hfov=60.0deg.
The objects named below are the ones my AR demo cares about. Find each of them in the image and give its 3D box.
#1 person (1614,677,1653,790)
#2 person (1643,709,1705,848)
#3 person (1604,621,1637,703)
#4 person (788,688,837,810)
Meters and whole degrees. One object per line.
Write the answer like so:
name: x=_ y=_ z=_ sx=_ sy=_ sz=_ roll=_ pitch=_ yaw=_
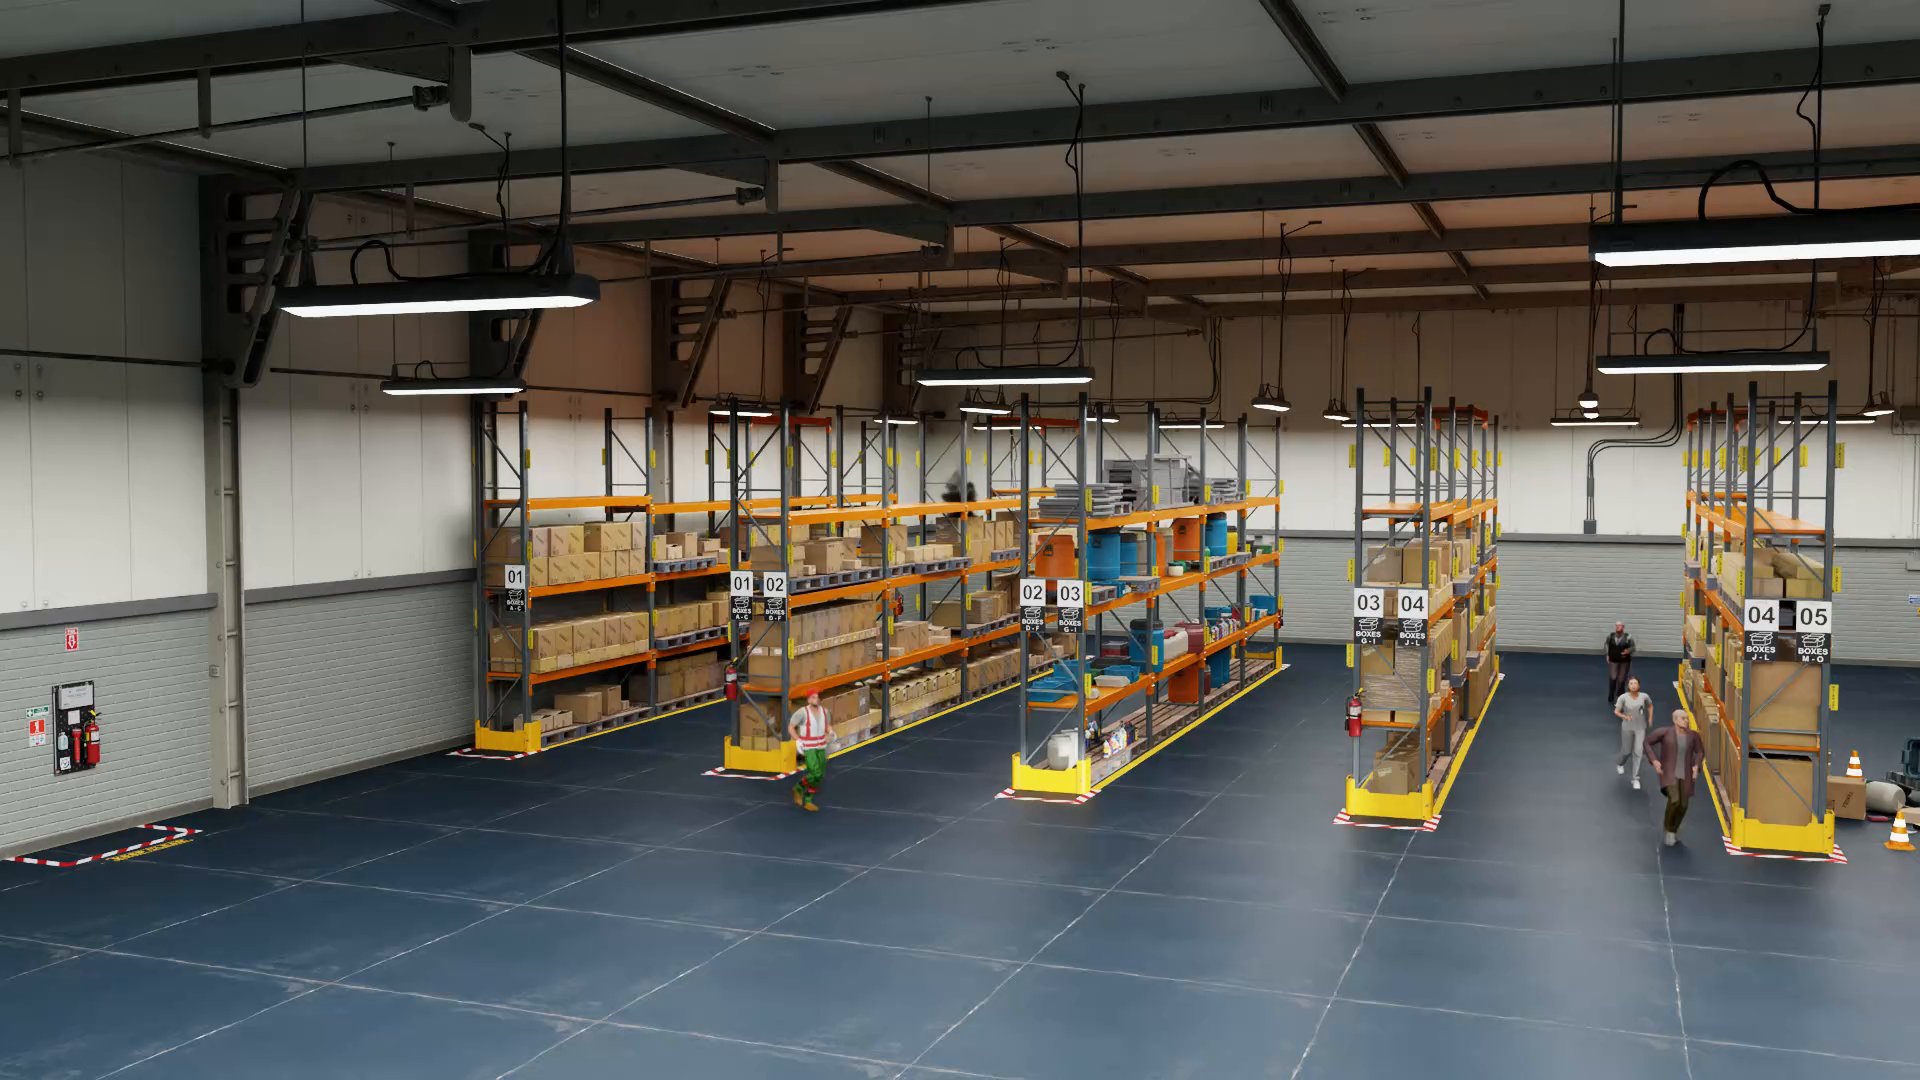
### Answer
person: x=10.361 y=2.926 z=25.588 sx=0.577 sy=1.675 sz=0.950 roll=1 pitch=3 yaw=15
person: x=9.292 y=3.080 z=21.550 sx=0.726 sy=1.772 sz=0.653 roll=0 pitch=3 yaw=2
person: x=13.410 y=2.502 z=33.827 sx=0.639 sy=1.694 sz=0.645 roll=1 pitch=3 yaw=28
person: x=-2.056 y=2.975 z=23.662 sx=0.637 sy=1.749 sz=0.607 roll=-2 pitch=4 yaw=-40
